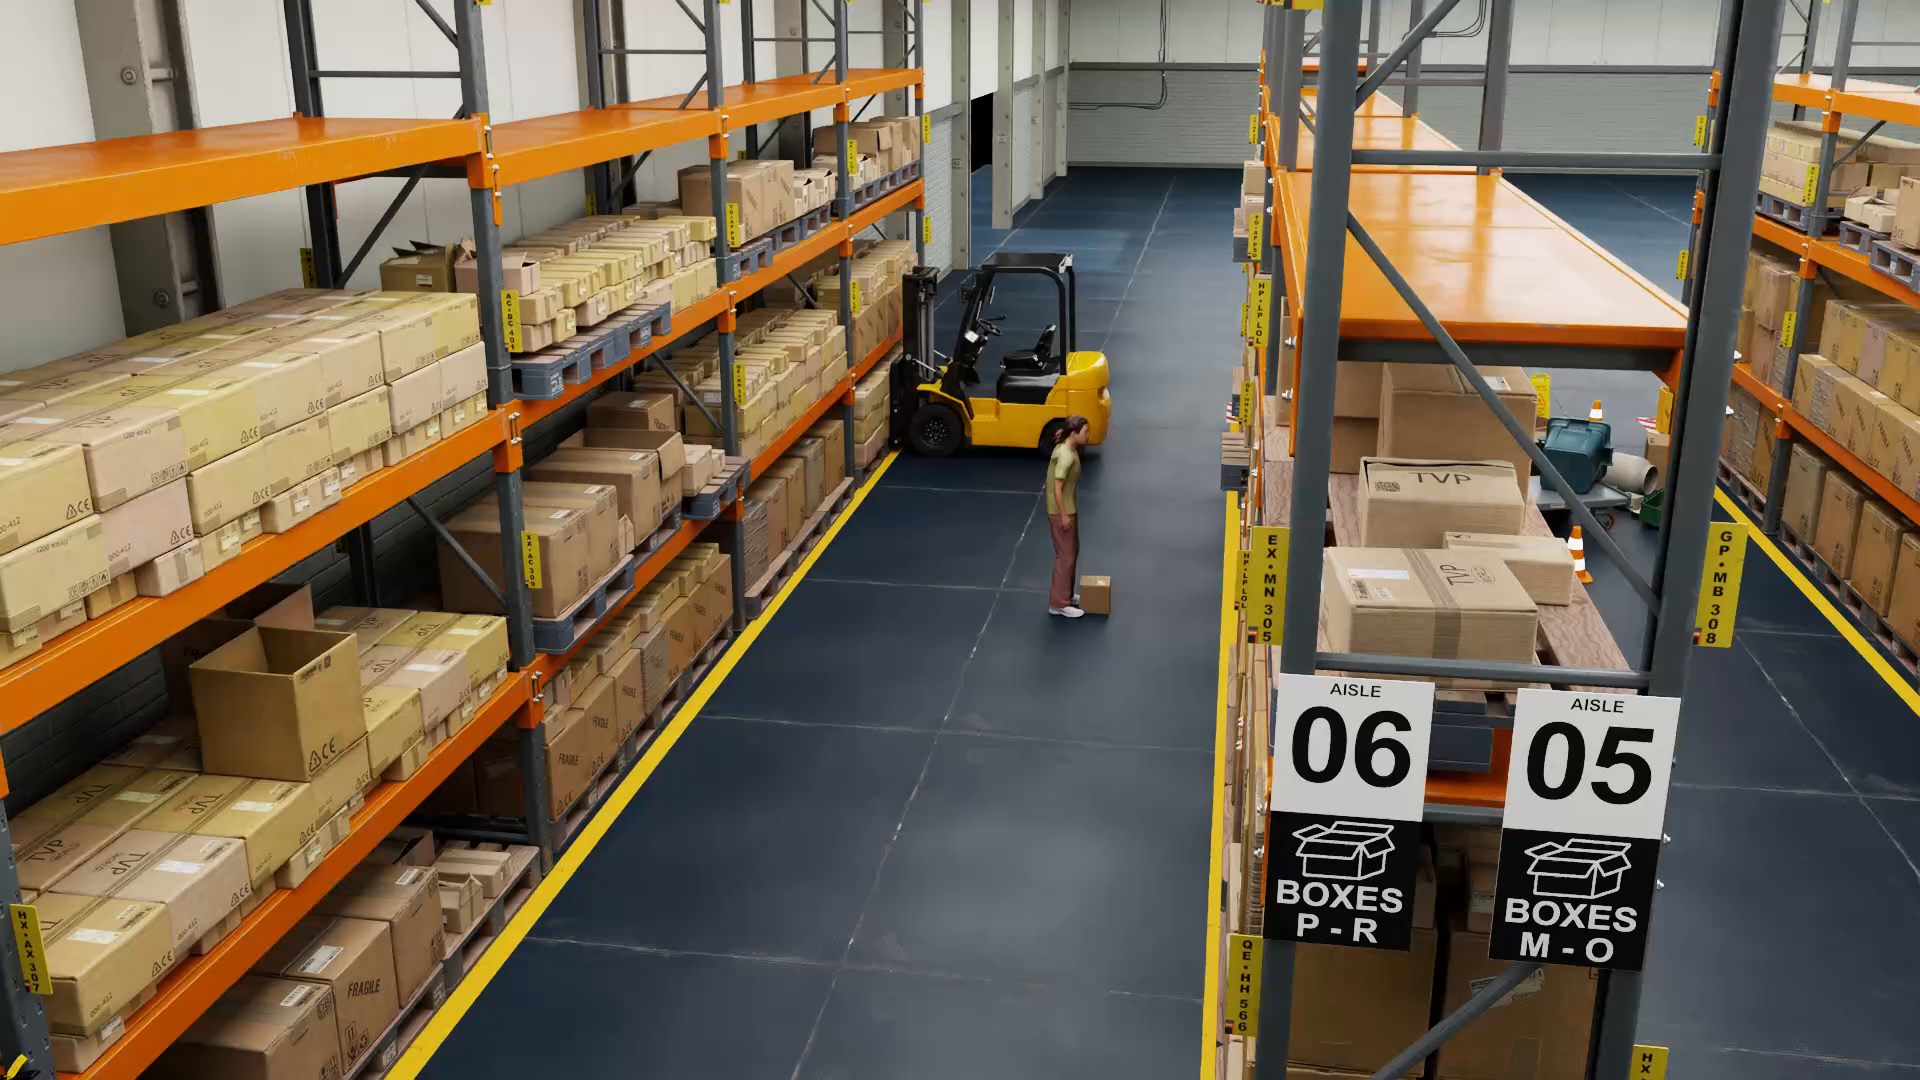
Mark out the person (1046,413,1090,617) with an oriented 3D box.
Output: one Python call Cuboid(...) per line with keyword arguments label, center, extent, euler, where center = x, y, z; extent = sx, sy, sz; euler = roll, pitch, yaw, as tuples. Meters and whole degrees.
Cuboid(label="person", center=(0.888, -0.226, 13.754), extent=(0.352, 1.673, 0.500), euler=(3, 18, 8))
